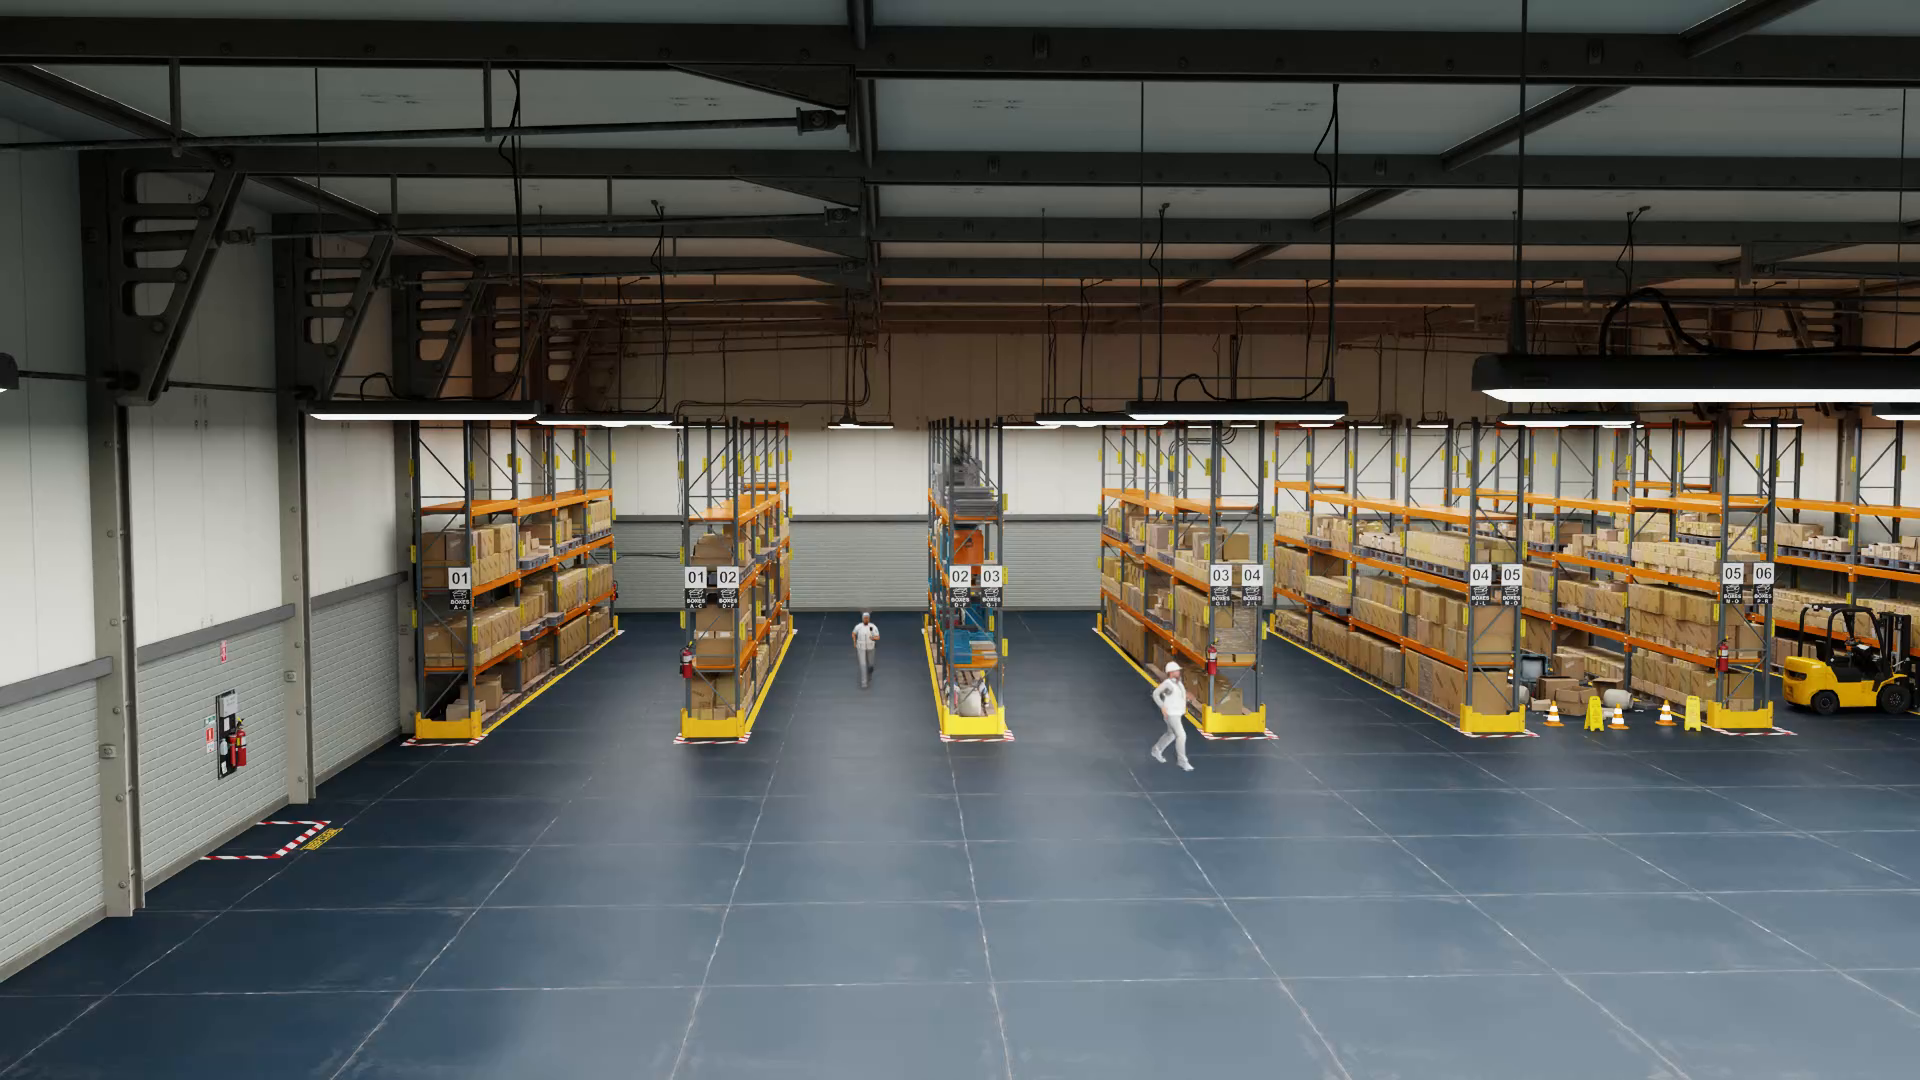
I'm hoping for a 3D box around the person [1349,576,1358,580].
[{"bbox_3d":[11.673,1.683,49.243,0.950,1.675,0.586,0,4,1],"label":"person"}]

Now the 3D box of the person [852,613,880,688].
[{"bbox_3d":[-2.108,2.456,37.315,0.615,1.632,0.899,0,4,-7],"label":"person"}]

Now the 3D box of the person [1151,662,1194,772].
[{"bbox_3d":[3.618,2.982,28.272,0.865,1.818,0.639,2,4,30],"label":"person"}]

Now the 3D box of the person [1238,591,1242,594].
[{"bbox_3d":[8.306,1.797,48.327,0.543,1.542,0.617,-2,4,-32],"label":"person"}]
